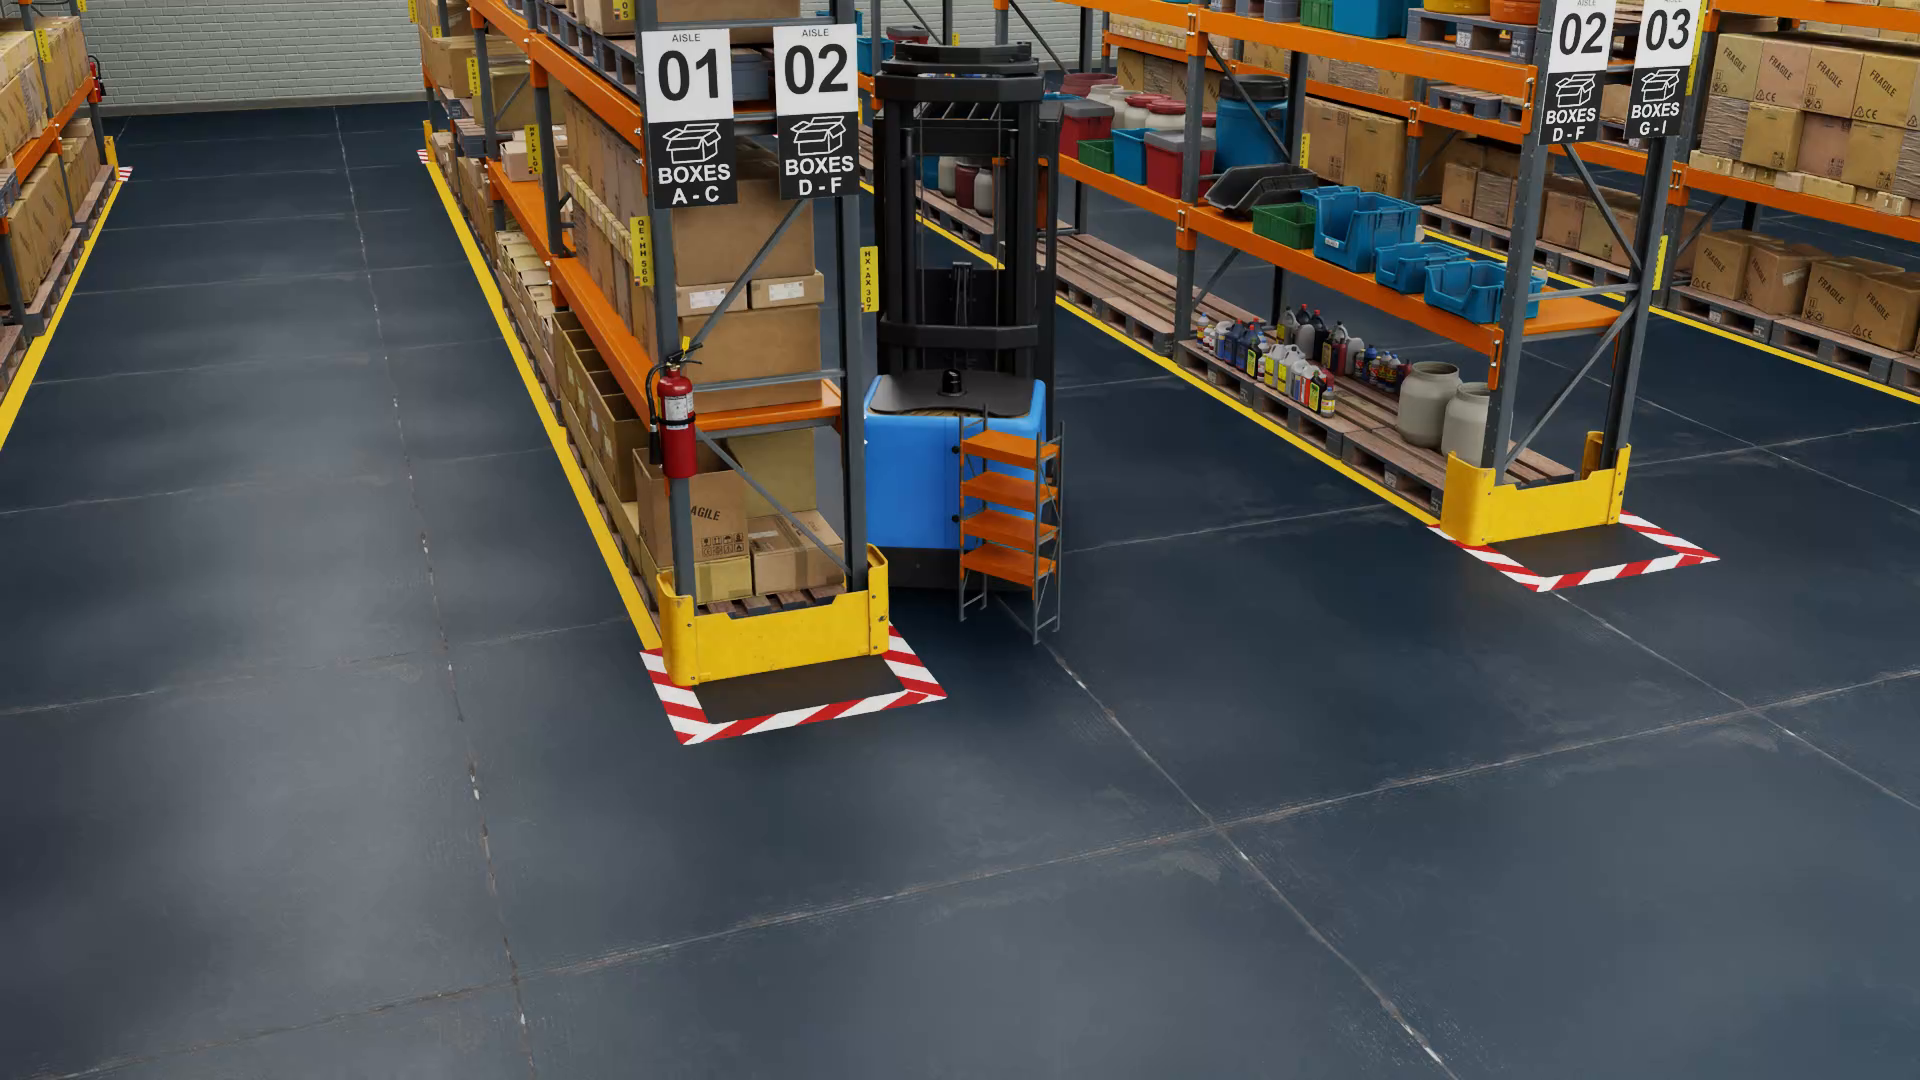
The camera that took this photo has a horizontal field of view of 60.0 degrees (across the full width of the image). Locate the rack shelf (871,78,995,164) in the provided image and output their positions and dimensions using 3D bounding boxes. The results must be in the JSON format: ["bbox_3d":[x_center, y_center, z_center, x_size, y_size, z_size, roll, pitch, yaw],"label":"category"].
[{"bbox_3d":[0.128,-4.760,18.608,1.077,0.370,4.000,-8,24,-19],"label":"rack shelf"}]

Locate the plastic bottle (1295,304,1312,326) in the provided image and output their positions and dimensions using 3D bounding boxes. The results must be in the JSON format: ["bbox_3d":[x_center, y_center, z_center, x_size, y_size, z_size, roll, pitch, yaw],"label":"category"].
[{"bbox_3d":[2.745,-1.699,13.264,0.144,0.351,0.185,-9,24,-20],"label":"plastic bottle"}]

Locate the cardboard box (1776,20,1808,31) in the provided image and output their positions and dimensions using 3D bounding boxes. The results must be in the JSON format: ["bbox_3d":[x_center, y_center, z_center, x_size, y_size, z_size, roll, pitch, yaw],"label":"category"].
[{"bbox_3d":[10.161,-6.236,20.201,0.380,0.149,0.250,-8,24,-19],"label":"cardboard box"}]

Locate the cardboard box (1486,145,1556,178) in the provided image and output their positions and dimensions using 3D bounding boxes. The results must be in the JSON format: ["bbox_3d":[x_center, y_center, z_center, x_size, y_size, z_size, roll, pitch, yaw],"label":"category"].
[{"bbox_3d":[5.930,-4.010,17.589,0.500,0.250,0.500,-6,23,-13],"label":"cardboard box"}]

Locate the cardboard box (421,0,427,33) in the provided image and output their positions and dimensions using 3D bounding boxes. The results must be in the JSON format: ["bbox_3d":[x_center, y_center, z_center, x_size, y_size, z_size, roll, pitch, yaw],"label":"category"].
[{"bbox_3d":[-6.353,-6.532,20.468,0.500,0.500,0.500,-8,24,-18],"label":"cardboard box"}]

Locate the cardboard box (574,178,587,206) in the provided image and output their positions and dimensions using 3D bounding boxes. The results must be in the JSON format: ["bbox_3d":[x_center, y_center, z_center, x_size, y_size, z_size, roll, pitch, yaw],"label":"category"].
[{"bbox_3d":[-2.292,-2.269,10.808,0.380,0.149,0.250,-9,24,-20],"label":"cardboard box"}]

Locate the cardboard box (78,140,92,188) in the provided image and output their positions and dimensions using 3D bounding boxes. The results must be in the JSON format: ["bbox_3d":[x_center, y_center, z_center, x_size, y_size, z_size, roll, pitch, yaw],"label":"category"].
[{"bbox_3d":[-10.564,-4.349,19.384,0.700,0.500,0.500,-9,25,-21],"label":"cardboard box"}]

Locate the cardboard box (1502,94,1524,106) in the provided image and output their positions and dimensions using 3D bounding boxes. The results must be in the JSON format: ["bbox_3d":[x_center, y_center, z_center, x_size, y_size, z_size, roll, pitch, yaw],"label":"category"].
[{"bbox_3d":[5.845,-4.528,16.784,0.500,0.250,0.500,-9,24,-20],"label":"cardboard box"}]

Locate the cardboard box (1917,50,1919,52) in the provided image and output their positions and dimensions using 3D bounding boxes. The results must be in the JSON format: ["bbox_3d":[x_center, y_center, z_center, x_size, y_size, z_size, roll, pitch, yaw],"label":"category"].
[{"bbox_3d":[7.825,-3.564,13.044,0.500,0.500,0.500,-8,24,-19],"label":"cardboard box"}]

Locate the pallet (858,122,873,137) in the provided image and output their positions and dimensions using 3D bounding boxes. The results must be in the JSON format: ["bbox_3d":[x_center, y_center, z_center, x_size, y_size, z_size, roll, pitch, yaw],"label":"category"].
[{"bbox_3d":[-1.736,-5.682,23.459,1.003,0.211,1.213,-8,24,-19],"label":"pallet"}]

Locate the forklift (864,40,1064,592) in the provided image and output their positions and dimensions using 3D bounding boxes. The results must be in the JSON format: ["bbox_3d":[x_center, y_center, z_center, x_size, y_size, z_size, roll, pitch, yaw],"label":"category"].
[{"bbox_3d":[0.059,-1.593,10.257,1.130,2.935,3.031,2,23,5],"label":"forklift"}]

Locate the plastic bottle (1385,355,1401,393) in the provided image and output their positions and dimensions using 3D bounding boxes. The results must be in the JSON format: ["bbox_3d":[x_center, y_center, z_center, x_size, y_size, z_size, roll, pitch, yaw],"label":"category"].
[{"bbox_3d":[3.191,-1.230,12.252,0.097,0.271,0.097,0,23,0],"label":"plastic bottle"}]

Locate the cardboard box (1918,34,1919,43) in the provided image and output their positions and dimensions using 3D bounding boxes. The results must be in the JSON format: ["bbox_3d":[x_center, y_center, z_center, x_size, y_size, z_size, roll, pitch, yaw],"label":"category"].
[{"bbox_3d":[10.837,-5.475,17.963,0.700,0.500,0.500,-9,24,-20],"label":"cardboard box"}]

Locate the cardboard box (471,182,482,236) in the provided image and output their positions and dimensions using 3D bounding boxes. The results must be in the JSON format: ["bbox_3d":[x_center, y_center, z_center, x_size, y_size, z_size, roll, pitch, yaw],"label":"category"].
[{"bbox_3d":[-4.724,-3.423,17.161,0.500,0.500,0.500,-9,25,-21],"label":"cardboard box"}]

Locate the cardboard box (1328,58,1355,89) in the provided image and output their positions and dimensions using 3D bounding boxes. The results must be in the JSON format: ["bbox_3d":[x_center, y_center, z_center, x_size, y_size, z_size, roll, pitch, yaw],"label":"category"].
[{"bbox_3d":[4.705,-5.606,19.560,0.500,0.500,0.500,-9,25,-21],"label":"cardboard box"}]

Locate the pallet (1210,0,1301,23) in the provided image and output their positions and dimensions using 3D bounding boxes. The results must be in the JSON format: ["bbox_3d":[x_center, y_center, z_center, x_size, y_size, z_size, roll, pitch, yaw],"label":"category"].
[{"bbox_3d":[2.594,-3.958,12.160,1.213,0.211,1.003,-8,24,-19],"label":"pallet"}]

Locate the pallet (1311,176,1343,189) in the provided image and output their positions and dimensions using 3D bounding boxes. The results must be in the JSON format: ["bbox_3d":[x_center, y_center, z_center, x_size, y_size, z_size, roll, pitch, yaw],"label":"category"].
[{"bbox_3d":[4.833,-4.499,20.652,1.003,0.211,1.213,-8,24,-19],"label":"pallet"}]

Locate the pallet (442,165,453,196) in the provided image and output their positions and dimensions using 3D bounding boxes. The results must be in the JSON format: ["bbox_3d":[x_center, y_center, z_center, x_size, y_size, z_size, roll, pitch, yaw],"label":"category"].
[{"bbox_3d":[-5.890,-4.549,20.771,1.003,0.211,1.213,-8,24,-19],"label":"pallet"}]

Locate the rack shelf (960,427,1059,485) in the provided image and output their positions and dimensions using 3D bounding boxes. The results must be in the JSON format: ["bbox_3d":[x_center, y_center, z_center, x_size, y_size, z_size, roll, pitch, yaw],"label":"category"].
[{"bbox_3d":[0.269,-0.447,8.754,0.480,0.148,0.258,16,28,33],"label":"rack shelf"}]

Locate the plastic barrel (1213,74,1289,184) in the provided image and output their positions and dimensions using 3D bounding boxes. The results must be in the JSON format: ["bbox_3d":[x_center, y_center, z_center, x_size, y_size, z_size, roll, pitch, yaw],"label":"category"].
[{"bbox_3d":[2.395,-3.325,13.630,0.600,0.901,0.708,-8,24,-19],"label":"plastic barrel"}]

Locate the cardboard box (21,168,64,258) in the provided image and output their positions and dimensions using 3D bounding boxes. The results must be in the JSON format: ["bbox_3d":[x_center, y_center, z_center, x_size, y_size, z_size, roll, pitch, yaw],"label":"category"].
[{"bbox_3d":[-9.179,-3.121,16.020,0.750,0.750,0.750,-8,24,-17],"label":"cardboard box"}]

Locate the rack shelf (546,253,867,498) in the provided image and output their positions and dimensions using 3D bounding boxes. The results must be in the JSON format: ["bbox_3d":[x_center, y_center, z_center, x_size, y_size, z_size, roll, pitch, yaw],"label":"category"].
[{"bbox_3d":[-1.681,-1.175,10.102,1.077,0.370,4.000,-8,24,-19],"label":"rack shelf"}]

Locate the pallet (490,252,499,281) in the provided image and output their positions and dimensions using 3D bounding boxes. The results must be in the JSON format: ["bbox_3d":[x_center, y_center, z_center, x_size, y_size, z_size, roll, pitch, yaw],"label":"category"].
[{"bbox_3d":[-4.029,-2.678,16.332,1.003,0.211,1.213,-8,24,-19],"label":"pallet"}]

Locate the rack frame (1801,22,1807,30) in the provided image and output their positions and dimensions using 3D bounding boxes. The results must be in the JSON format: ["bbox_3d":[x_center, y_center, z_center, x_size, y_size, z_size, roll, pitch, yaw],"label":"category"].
[{"bbox_3d":[10.144,-5.688,19.884,1.000,3.000,0.127,-8,24,-19],"label":"rack frame"}]

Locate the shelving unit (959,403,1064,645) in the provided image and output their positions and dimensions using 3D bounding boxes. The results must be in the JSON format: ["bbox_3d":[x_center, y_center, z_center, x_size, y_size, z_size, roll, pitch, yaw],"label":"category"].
[{"bbox_3d":[0.269,-0.085,8.907,0.503,1.200,0.258,16,28,33],"label":"shelving unit"}]

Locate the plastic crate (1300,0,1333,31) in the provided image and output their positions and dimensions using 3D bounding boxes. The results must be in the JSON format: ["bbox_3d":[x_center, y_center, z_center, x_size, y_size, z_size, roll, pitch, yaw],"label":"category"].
[{"bbox_3d":[2.550,-3.585,11.306,0.336,0.188,0.450,-8,24,-19],"label":"plastic crate"}]

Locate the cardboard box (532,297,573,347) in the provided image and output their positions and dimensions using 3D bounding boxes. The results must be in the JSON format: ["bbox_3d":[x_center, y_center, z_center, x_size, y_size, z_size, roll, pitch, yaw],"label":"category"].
[{"bbox_3d":[-2.989,-1.714,12.732,0.500,0.311,0.500,-8,24,-18],"label":"cardboard box"}]

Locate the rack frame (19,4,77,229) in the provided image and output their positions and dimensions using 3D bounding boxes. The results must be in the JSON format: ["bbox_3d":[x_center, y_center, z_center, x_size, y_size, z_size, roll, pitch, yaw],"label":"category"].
[{"bbox_3d":[-9.847,-4.459,16.967,1.000,3.000,0.127,-8,24,-19],"label":"rack frame"}]

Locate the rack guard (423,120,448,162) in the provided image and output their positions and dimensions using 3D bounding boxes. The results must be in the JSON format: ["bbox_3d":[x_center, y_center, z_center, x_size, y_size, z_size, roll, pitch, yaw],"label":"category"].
[{"bbox_3d":[-6.600,-5.414,22.452,1.175,0.500,0.348,-8,24,-19],"label":"rack guard"}]

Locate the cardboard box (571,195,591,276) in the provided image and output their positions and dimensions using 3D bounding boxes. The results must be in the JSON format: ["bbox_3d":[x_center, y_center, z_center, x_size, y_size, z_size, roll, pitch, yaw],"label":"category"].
[{"bbox_3d":[-2.225,-2.119,11.287,0.700,0.500,0.500,-9,24,-20],"label":"cardboard box"}]

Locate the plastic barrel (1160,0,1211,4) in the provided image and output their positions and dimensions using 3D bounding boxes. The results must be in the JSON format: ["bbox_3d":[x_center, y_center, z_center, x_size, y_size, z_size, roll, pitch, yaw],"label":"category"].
[{"bbox_3d":[1.865,-4.680,12.984,0.600,0.901,0.708,-8,24,-19],"label":"plastic barrel"}]

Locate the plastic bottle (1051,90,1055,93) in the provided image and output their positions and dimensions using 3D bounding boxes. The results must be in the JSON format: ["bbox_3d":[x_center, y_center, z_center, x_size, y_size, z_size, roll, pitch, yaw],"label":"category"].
[{"bbox_3d":[0.969,-4.553,17.356,0.097,0.271,0.097,0,23,0],"label":"plastic bottle"}]

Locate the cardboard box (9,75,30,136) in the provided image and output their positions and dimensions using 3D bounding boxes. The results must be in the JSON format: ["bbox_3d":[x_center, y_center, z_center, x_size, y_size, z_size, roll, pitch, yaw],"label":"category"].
[{"bbox_3d":[-8.908,-3.970,15.269,0.500,0.500,0.500,-8,24,-17],"label":"cardboard box"}]

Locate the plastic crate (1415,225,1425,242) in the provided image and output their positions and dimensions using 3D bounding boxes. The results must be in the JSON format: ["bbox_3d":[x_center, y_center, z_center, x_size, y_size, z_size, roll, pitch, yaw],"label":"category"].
[{"bbox_3d":[3.058,-2.235,12.030,0.530,0.136,0.437,-8,24,-19],"label":"plastic crate"}]

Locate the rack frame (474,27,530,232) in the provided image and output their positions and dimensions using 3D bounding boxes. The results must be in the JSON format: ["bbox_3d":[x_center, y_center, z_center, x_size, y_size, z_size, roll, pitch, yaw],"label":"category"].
[{"bbox_3d":[-3.801,-3.687,15.135,1.000,3.000,0.127,-8,24,-19],"label":"rack frame"}]

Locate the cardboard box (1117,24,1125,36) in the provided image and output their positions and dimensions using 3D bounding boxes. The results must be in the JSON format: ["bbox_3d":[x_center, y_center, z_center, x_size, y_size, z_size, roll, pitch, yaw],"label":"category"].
[{"bbox_3d":[2.551,-7.568,24.668,0.380,0.149,0.250,-9,24,-20],"label":"cardboard box"}]

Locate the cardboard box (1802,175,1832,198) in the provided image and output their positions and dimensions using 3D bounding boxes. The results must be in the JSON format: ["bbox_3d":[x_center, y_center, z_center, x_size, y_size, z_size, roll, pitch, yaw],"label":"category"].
[{"bbox_3d":[7.140,-2.905,13.604,0.380,0.149,0.250,-8,24,-19],"label":"cardboard box"}]

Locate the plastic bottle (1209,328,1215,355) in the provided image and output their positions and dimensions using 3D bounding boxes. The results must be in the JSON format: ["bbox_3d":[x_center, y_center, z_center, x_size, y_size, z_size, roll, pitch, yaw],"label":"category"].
[{"bbox_3d":[2.022,-1.575,13.161,0.097,0.201,0.097,0,23,0],"label":"plastic bottle"}]

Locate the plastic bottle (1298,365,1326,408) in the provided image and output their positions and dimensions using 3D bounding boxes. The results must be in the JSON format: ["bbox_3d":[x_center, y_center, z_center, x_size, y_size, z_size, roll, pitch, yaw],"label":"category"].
[{"bbox_3d":[2.538,-1.108,11.958,0.152,0.276,0.135,-8,24,-19],"label":"plastic bottle"}]

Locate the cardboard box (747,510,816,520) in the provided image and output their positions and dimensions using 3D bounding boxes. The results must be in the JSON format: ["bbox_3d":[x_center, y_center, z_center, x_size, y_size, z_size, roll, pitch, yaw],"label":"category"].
[{"bbox_3d":[-1.136,-0.113,9.655,0.500,0.250,0.500,-8,24,-19],"label":"cardboard box"}]

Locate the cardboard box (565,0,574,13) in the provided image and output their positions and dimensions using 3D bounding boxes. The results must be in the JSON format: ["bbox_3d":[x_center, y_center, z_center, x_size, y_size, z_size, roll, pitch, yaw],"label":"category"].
[{"bbox_3d":[-1.924,-3.305,9.514,0.797,0.503,0.637,-6,24,-13],"label":"cardboard box"}]

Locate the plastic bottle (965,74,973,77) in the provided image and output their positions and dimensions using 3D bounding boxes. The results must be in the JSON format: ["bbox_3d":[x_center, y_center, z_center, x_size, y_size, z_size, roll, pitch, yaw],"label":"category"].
[{"bbox_3d":[0.108,-5.271,19.061,0.097,0.271,0.097,0,23,0],"label":"plastic bottle"}]

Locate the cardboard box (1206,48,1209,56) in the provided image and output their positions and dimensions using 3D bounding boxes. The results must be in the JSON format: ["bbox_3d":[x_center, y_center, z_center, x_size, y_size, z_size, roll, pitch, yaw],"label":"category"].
[{"bbox_3d":[3.459,-6.635,22.453,0.380,0.149,0.250,-9,24,-20],"label":"cardboard box"}]

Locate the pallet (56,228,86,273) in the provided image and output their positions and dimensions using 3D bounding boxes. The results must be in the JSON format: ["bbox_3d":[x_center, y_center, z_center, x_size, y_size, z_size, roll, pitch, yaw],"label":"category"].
[{"bbox_3d":[-9.504,-2.904,16.868,1.003,0.211,1.213,-8,24,-19],"label":"pallet"}]

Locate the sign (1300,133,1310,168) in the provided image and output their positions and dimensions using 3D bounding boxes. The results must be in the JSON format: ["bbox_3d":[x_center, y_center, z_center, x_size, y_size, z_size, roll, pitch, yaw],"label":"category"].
[{"bbox_3d":[2.766,-3.111,13.412,0.100,0.325,0.005,-8,24,-19],"label":"sign"}]

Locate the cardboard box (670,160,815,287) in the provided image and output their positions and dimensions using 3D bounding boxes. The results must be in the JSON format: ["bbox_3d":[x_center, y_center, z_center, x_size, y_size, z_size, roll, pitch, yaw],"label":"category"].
[{"bbox_3d":[-1.146,-1.614,8.419,0.700,0.500,0.500,-8,24,-19],"label":"cardboard box"}]

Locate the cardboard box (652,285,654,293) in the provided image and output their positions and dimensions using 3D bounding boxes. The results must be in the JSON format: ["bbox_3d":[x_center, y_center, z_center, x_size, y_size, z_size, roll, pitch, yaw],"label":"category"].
[{"bbox_3d":[-1.382,-1.332,8.585,0.380,0.149,0.250,-8,24,-18],"label":"cardboard box"}]

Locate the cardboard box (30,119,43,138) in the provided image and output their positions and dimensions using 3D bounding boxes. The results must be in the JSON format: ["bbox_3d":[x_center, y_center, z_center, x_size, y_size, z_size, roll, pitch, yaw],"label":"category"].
[{"bbox_3d":[-9.153,-3.992,16.157,0.380,0.149,0.250,-8,24,-19],"label":"cardboard box"}]

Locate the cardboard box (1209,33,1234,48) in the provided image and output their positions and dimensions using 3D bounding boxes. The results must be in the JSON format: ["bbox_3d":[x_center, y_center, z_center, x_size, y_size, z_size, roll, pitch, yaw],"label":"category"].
[{"bbox_3d":[3.654,-6.690,22.071,0.500,0.250,0.500,-9,24,-20],"label":"cardboard box"}]

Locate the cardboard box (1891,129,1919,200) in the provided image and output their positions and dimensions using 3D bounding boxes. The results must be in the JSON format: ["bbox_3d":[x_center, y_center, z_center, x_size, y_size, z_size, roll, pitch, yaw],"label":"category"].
[{"bbox_3d":[7.701,-2.877,12.703,0.875,0.500,0.500,-8,24,-19],"label":"cardboard box"}]

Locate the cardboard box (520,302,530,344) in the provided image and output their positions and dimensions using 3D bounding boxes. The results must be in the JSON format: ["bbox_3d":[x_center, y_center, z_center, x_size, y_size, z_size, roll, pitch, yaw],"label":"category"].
[{"bbox_3d":[-3.342,-1.826,13.719,0.500,0.250,0.500,-8,24,-18],"label":"cardboard box"}]

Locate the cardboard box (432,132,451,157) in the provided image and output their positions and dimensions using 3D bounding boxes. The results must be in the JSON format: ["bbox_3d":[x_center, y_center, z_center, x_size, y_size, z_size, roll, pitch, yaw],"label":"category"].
[{"bbox_3d":[-6.523,-5.111,21.488,0.500,0.250,0.500,-8,24,-19],"label":"cardboard box"}]
